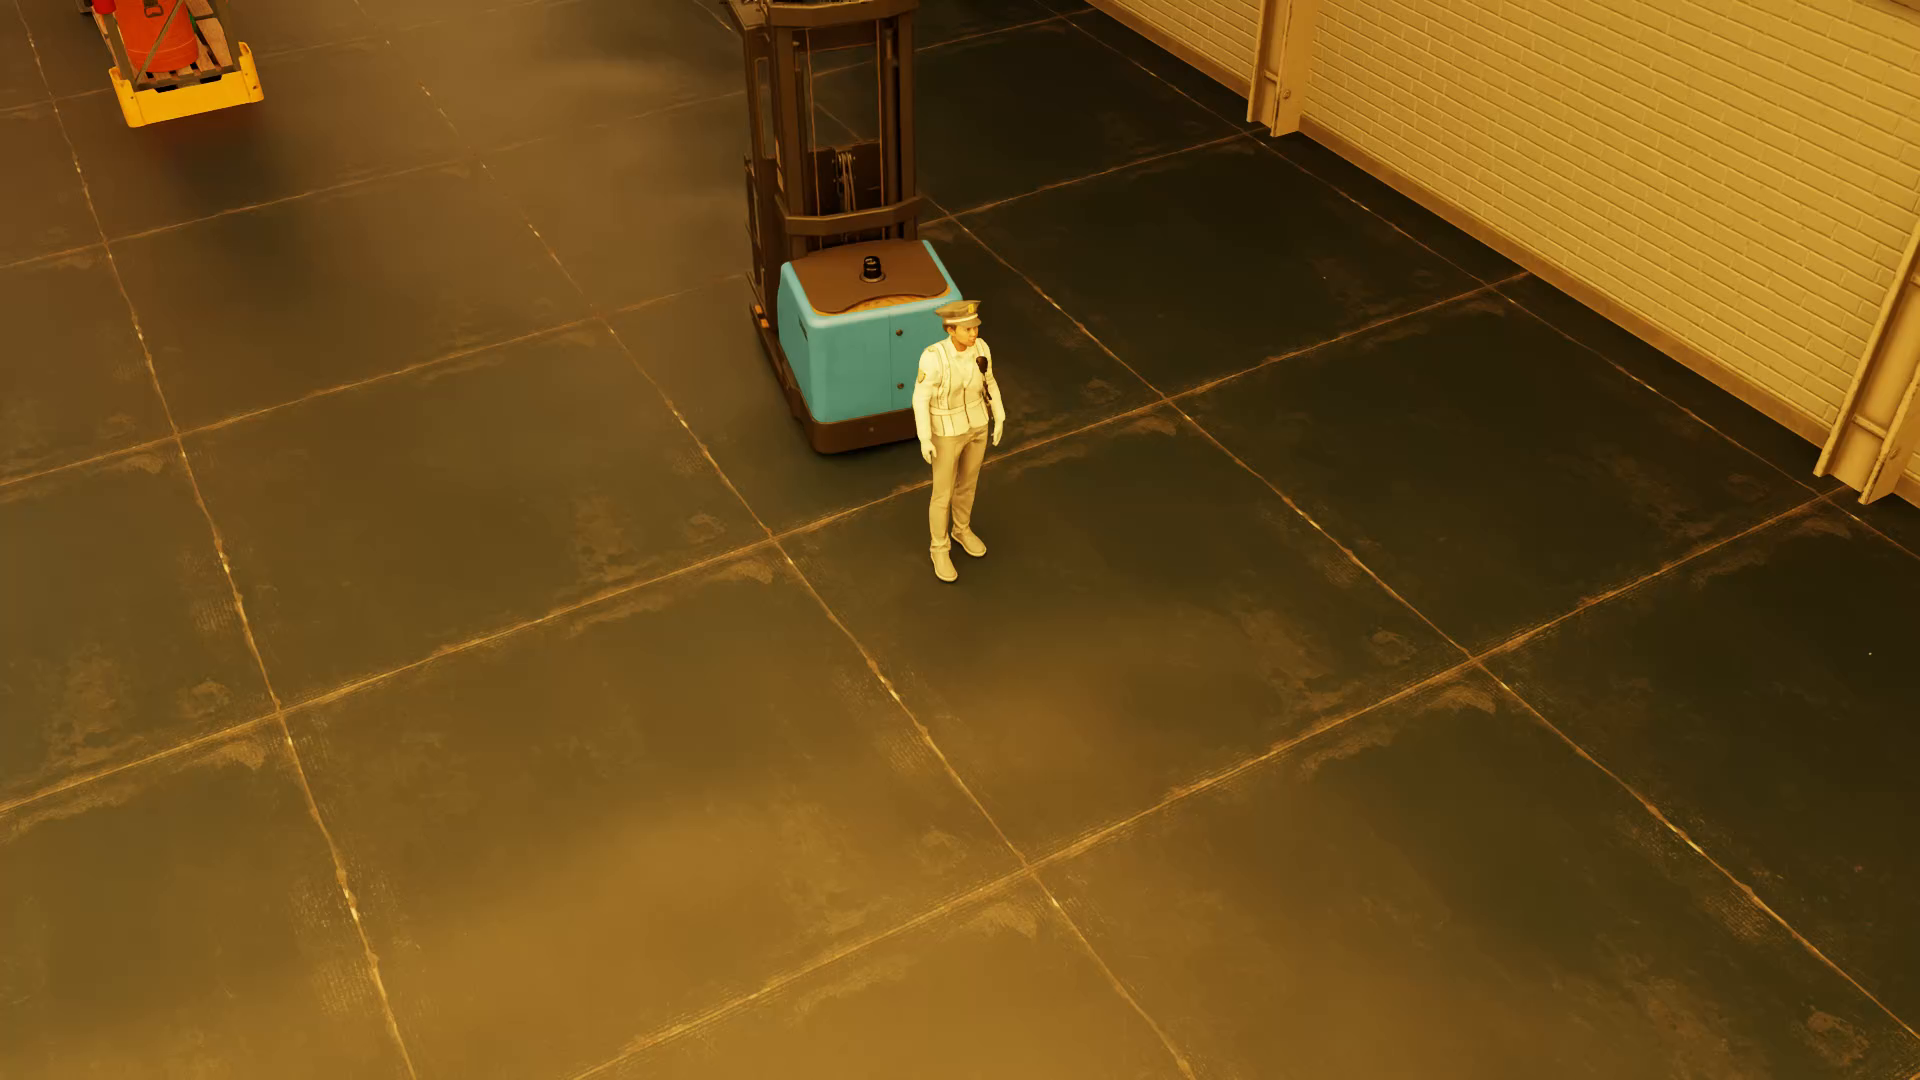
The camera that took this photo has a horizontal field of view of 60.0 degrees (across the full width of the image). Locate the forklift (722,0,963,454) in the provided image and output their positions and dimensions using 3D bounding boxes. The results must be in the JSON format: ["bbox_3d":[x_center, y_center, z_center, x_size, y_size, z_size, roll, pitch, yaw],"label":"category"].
[{"bbox_3d":[-0.903,-2.642,11.222,1.130,2.935,3.031,-12,41,-14],"label":"forklift"}]

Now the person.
[{"bbox_3d":[0.029,-0.617,9.738,0.586,1.694,0.530,-20,44,-23],"label":"person"}]
